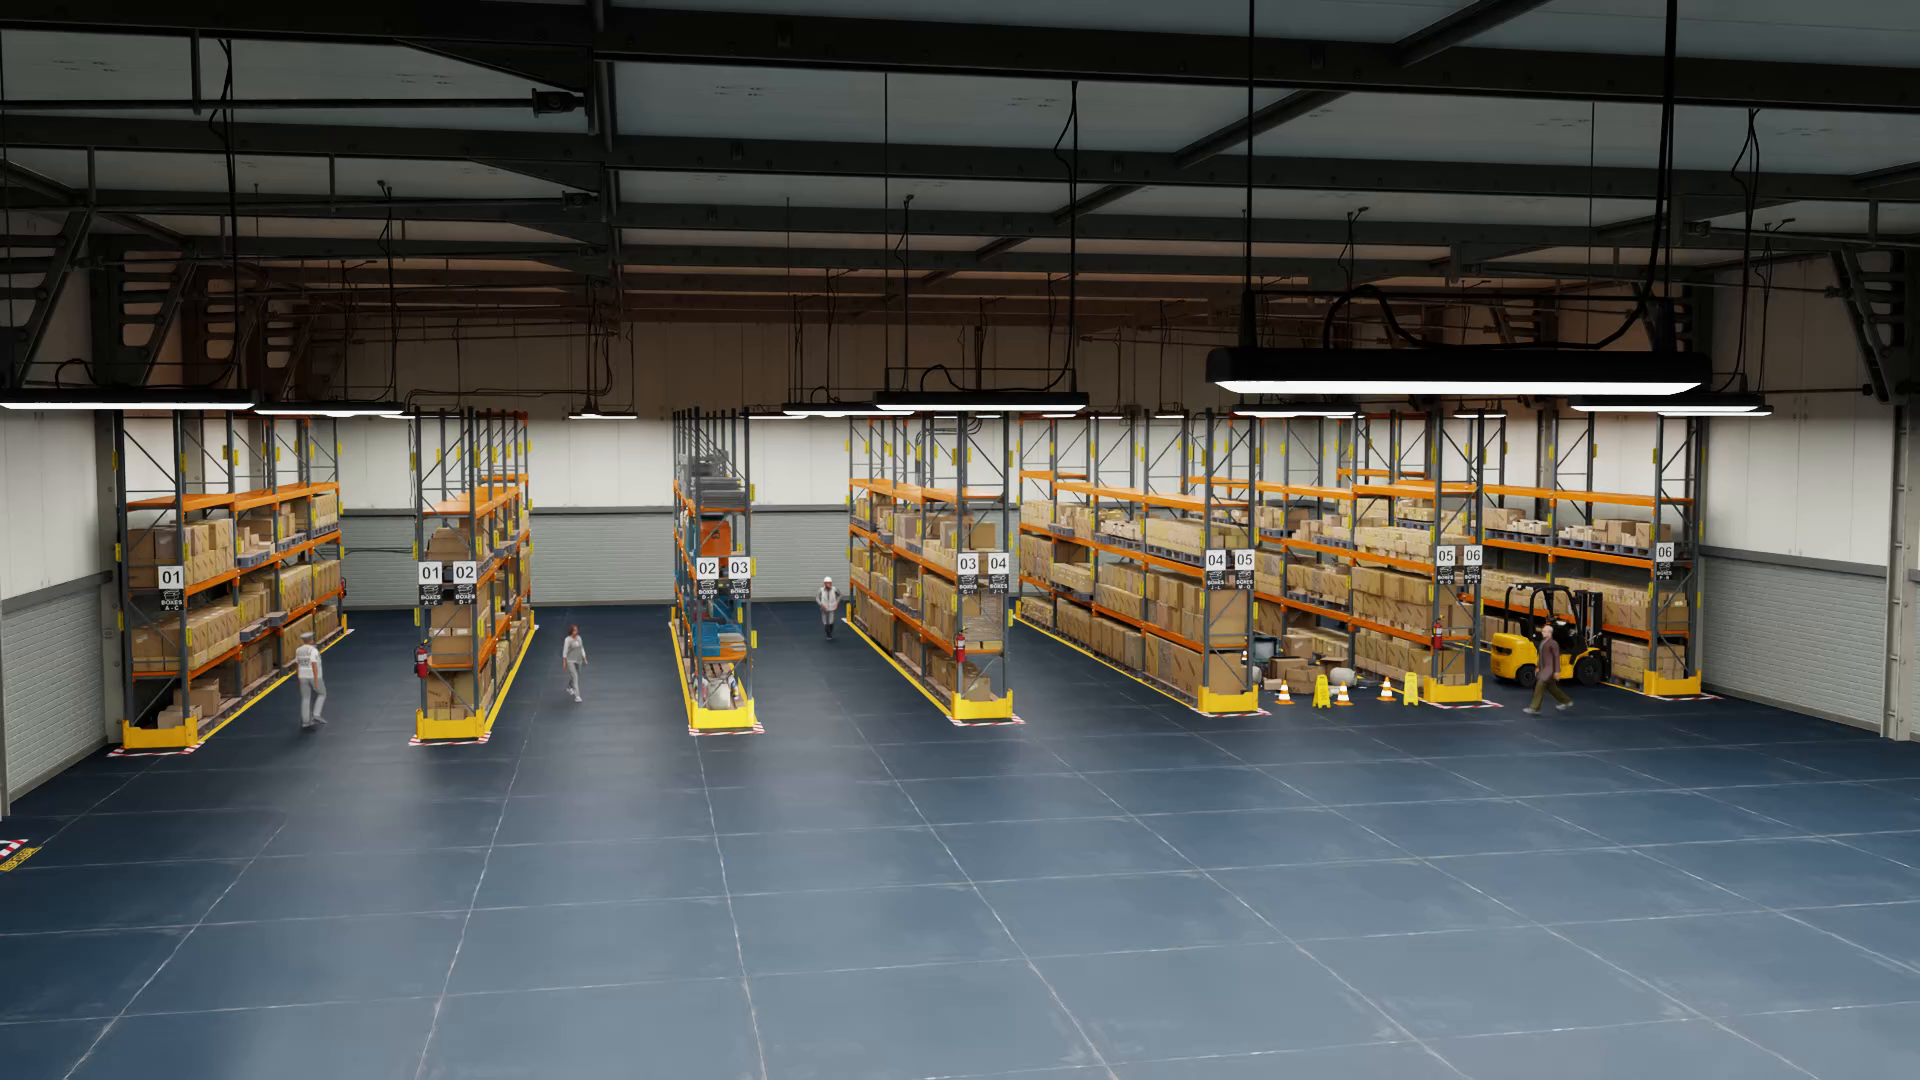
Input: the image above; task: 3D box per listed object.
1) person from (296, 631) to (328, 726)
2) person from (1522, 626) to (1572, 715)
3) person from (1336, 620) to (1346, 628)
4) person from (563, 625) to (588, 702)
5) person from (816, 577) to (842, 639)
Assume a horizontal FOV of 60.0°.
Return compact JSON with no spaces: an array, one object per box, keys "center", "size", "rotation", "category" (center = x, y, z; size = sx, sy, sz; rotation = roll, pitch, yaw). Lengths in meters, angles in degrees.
[{"center":[-12.254,2.627,31.320],"size":[0.551,1.794,0.557],"rotation":[0,4,-1],"category":"person"},{"center":[11.478,2.535,32.510],"size":[1.068,1.735,0.575],"rotation":[-1,4,-8],"category":"person"},{"center":[10.577,1.588,46.079],"size":[0.446,1.723,0.577],"rotation":[3,5,40],"category":"person"},{"center":[-7.929,2.500,34.146],"size":[0.472,1.543,0.944],"rotation":[-3,5,-36],"category":"person"},{"center":[-3.428,1.785,43.472],"size":[0.655,1.684,0.772],"rotation":[0,4,3],"category":"person"}]
